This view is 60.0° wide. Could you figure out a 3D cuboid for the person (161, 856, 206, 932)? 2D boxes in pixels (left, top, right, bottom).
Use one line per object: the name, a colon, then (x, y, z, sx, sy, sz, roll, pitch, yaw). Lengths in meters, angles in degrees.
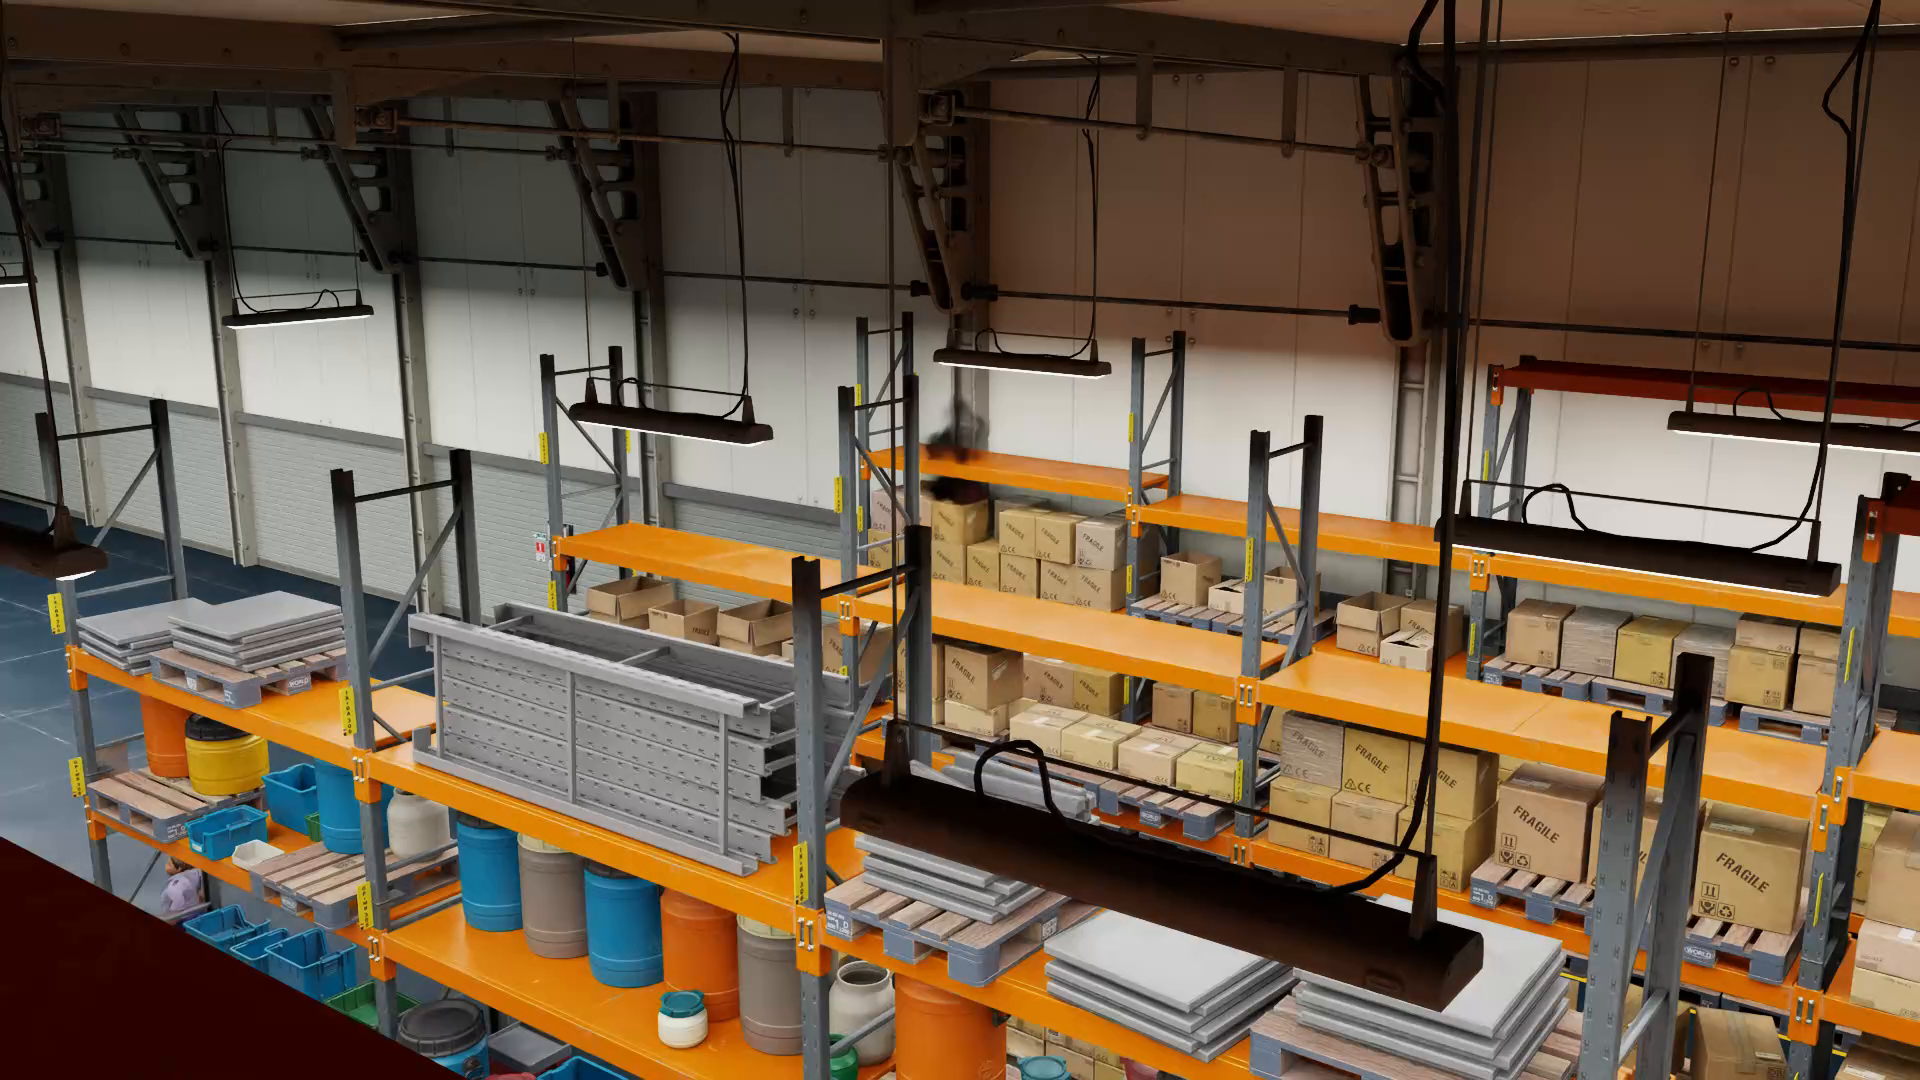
person: (-7.314, 3.698, 15.836, 0.670, 1.622, 0.638, -1, 13, -3)
